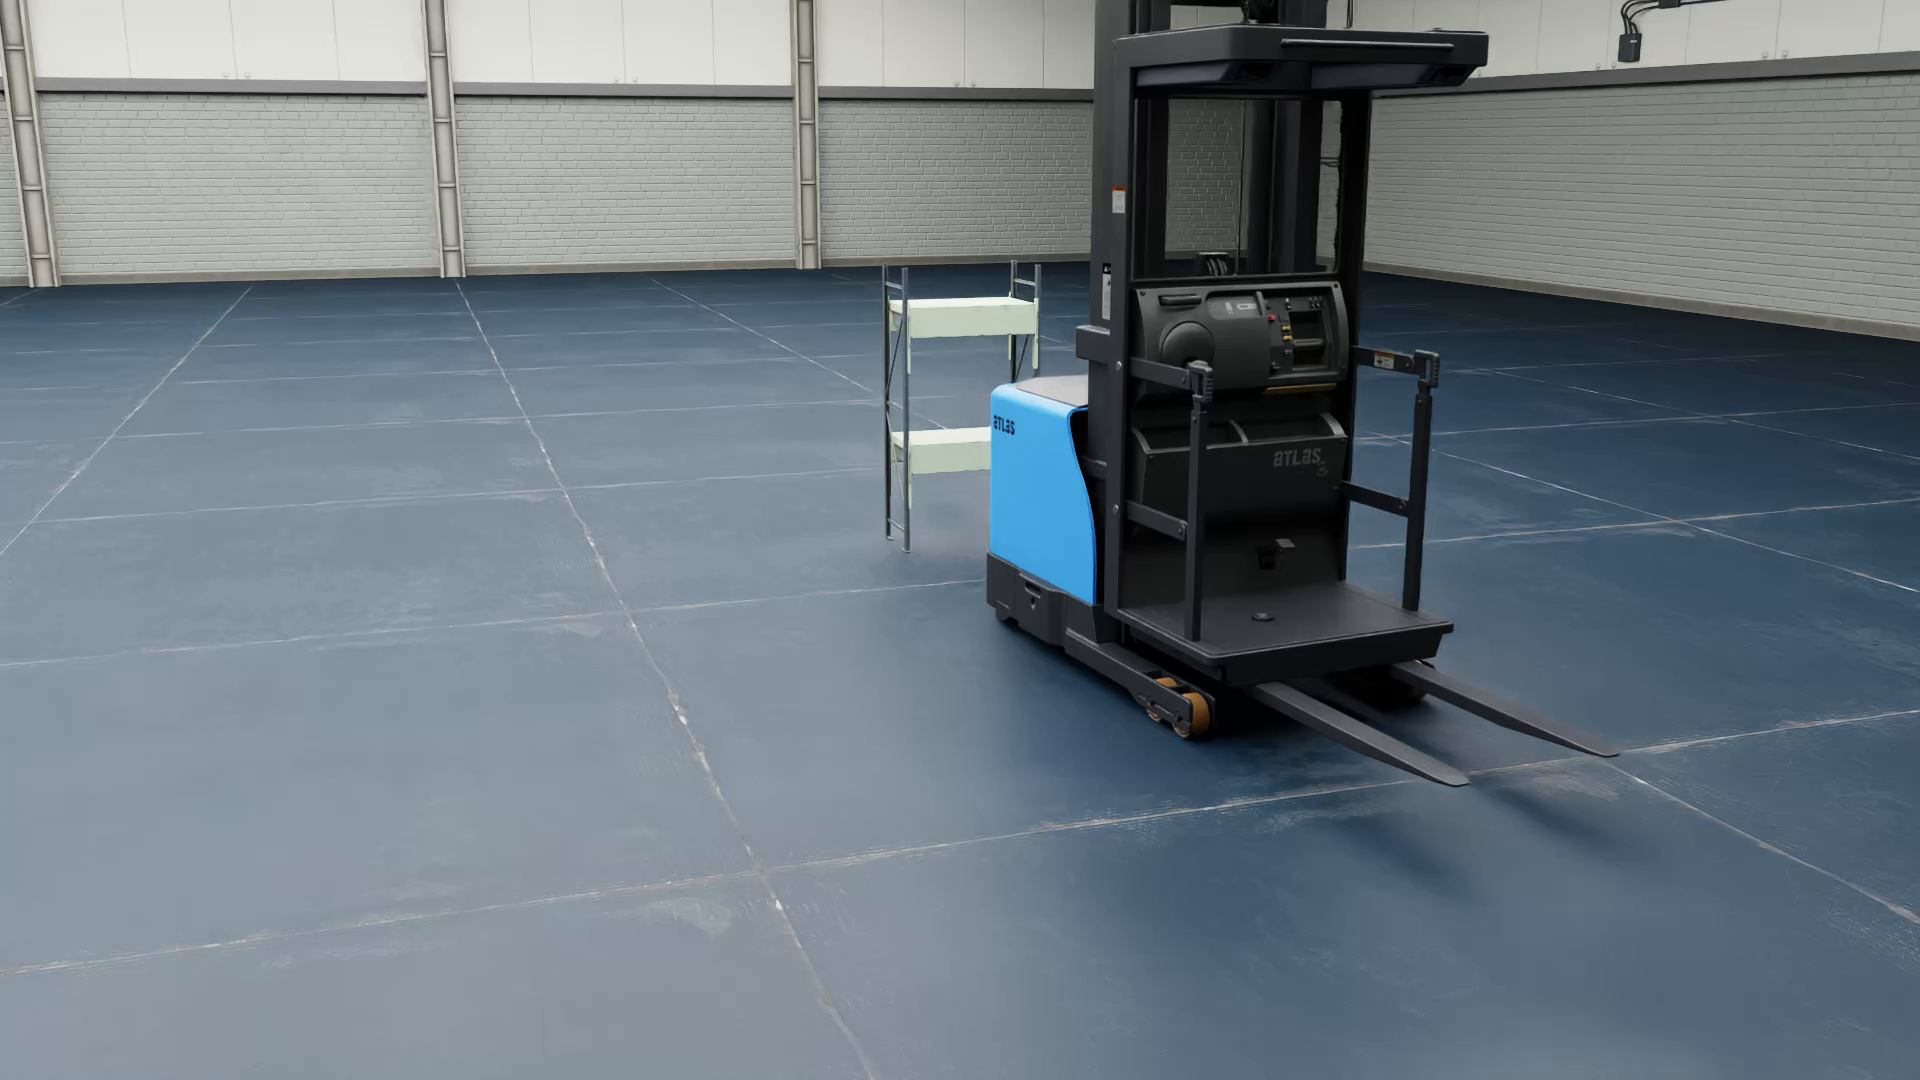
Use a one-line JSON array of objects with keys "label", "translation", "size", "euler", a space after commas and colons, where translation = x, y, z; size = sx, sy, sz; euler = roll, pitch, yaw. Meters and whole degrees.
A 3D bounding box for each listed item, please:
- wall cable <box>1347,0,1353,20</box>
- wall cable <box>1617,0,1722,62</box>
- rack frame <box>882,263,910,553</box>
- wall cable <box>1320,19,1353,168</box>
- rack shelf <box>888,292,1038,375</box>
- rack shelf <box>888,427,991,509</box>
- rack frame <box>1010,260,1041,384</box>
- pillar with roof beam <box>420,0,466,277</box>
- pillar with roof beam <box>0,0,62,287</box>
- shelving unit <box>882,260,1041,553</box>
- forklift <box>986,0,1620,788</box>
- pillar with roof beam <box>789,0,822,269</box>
[{"label": "wall cable", "translation": [7.096, -9.888, 27.061], "size": [0.112, 2.526, 3.097], "euler": [-4, 14, -18]}, {"label": "wall cable", "translation": [9.246, -9.106, 20.629], "size": [0.169, 6.003, 2.305], "euler": [-4, 14, -18]}, {"label": "rack frame", "translation": [-0.341, -0.703, 8.858], "size": [0.023, 1.500, 0.400], "euler": [-4, 14, -18]}, {"label": "wall cable", "translation": [6.233, -8.024, 30.140], "size": [0.112, 2.526, 3.097], "euler": [-4, 14, -18]}, {"label": "rack shelf", "translation": [0.006, -1.110, 8.881], "size": [0.720, 0.370, 0.431], "euler": [-4, 14, -18]}, {"label": "rack shelf", "translation": [0.006, -0.413, 9.047], "size": [0.720, 0.370, 0.431], "euler": [-4, 14, -18]}, {"label": "rack frame", "translation": [0.353, -0.757, 9.085], "size": [0.023, 1.500, 0.400], "euler": [-4, 14, -18]}, {"label": "pillar with roof beam", "translation": [-6.981, -7.777, 22.393], "size": [0.400, 9.000, 9.100], "euler": [-4, 14, -18]}, {"label": "pillar with roof beam", "translation": [-12.667, -7.335, 20.532], "size": [0.400, 9.000, 9.100], "euler": [-4, 14, -18]}, {"label": "shelving unit", "translation": [0.006, -0.730, 8.971], "size": [0.755, 1.500, 0.431], "euler": [-4, 14, -18]}, {"label": "forklift", "translation": [1.186, -0.814, 6.232], "size": [1.130, 2.935, 3.031], "euler": [-6, 15, -23]}, {"label": "pillar with roof beam", "translation": [-1.294, -8.220, 24.255], "size": [0.400, 9.000, 9.100], "euler": [-4, 14, -18]}]
